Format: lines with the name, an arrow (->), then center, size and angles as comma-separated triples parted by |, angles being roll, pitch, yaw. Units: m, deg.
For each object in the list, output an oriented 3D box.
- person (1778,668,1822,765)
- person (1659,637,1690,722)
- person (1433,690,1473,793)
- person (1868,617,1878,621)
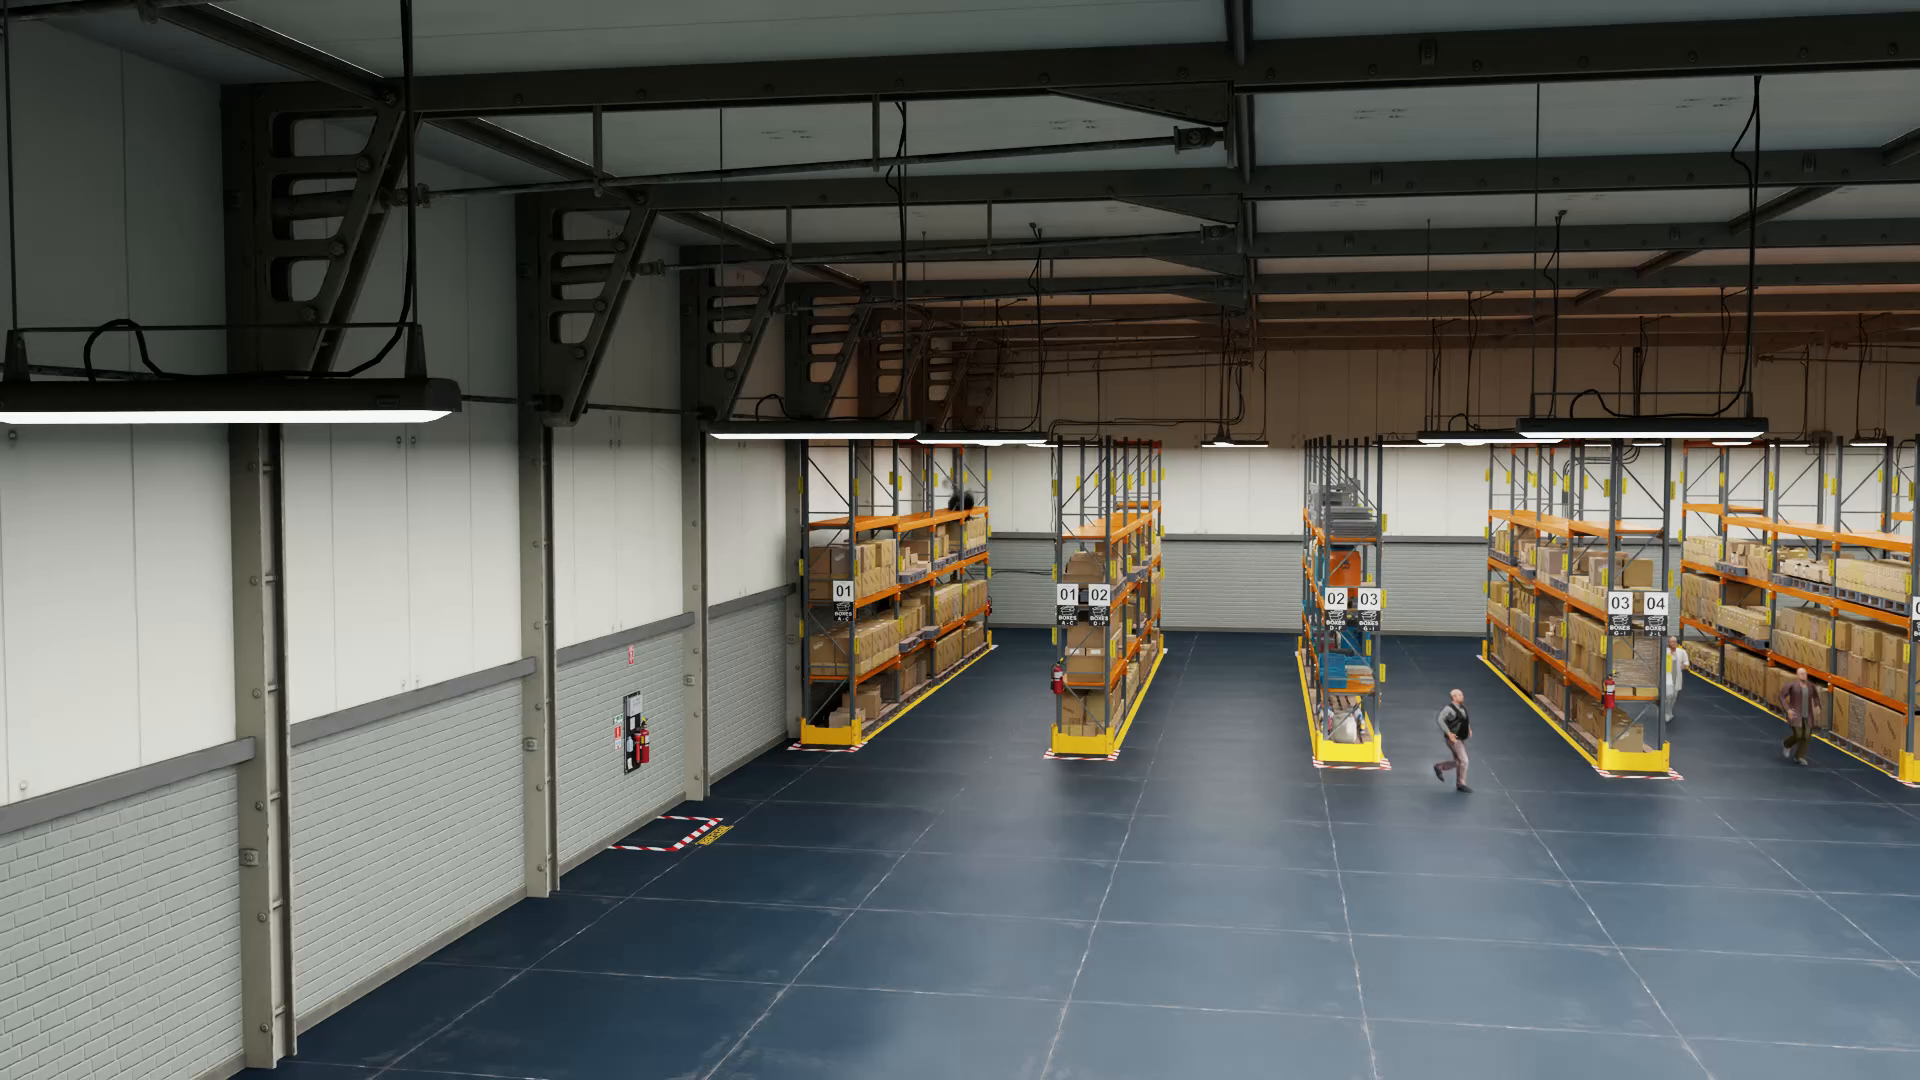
person -> 15.386, 3.207, 30.461 | 0.731, 1.750, 0.635 | 0, 3, -1
person -> 15.061, 2.951, 35.163 | 0.693, 1.822, 0.808 | 0, 3, 2
person -> 8.317, 3.365, 28.065 | 0.796, 1.707, 0.678 | 3, 4, 44
person -> 24.753, 2.487, 45.071 | 0.599, 1.583, 0.681 | 2, 4, 34
